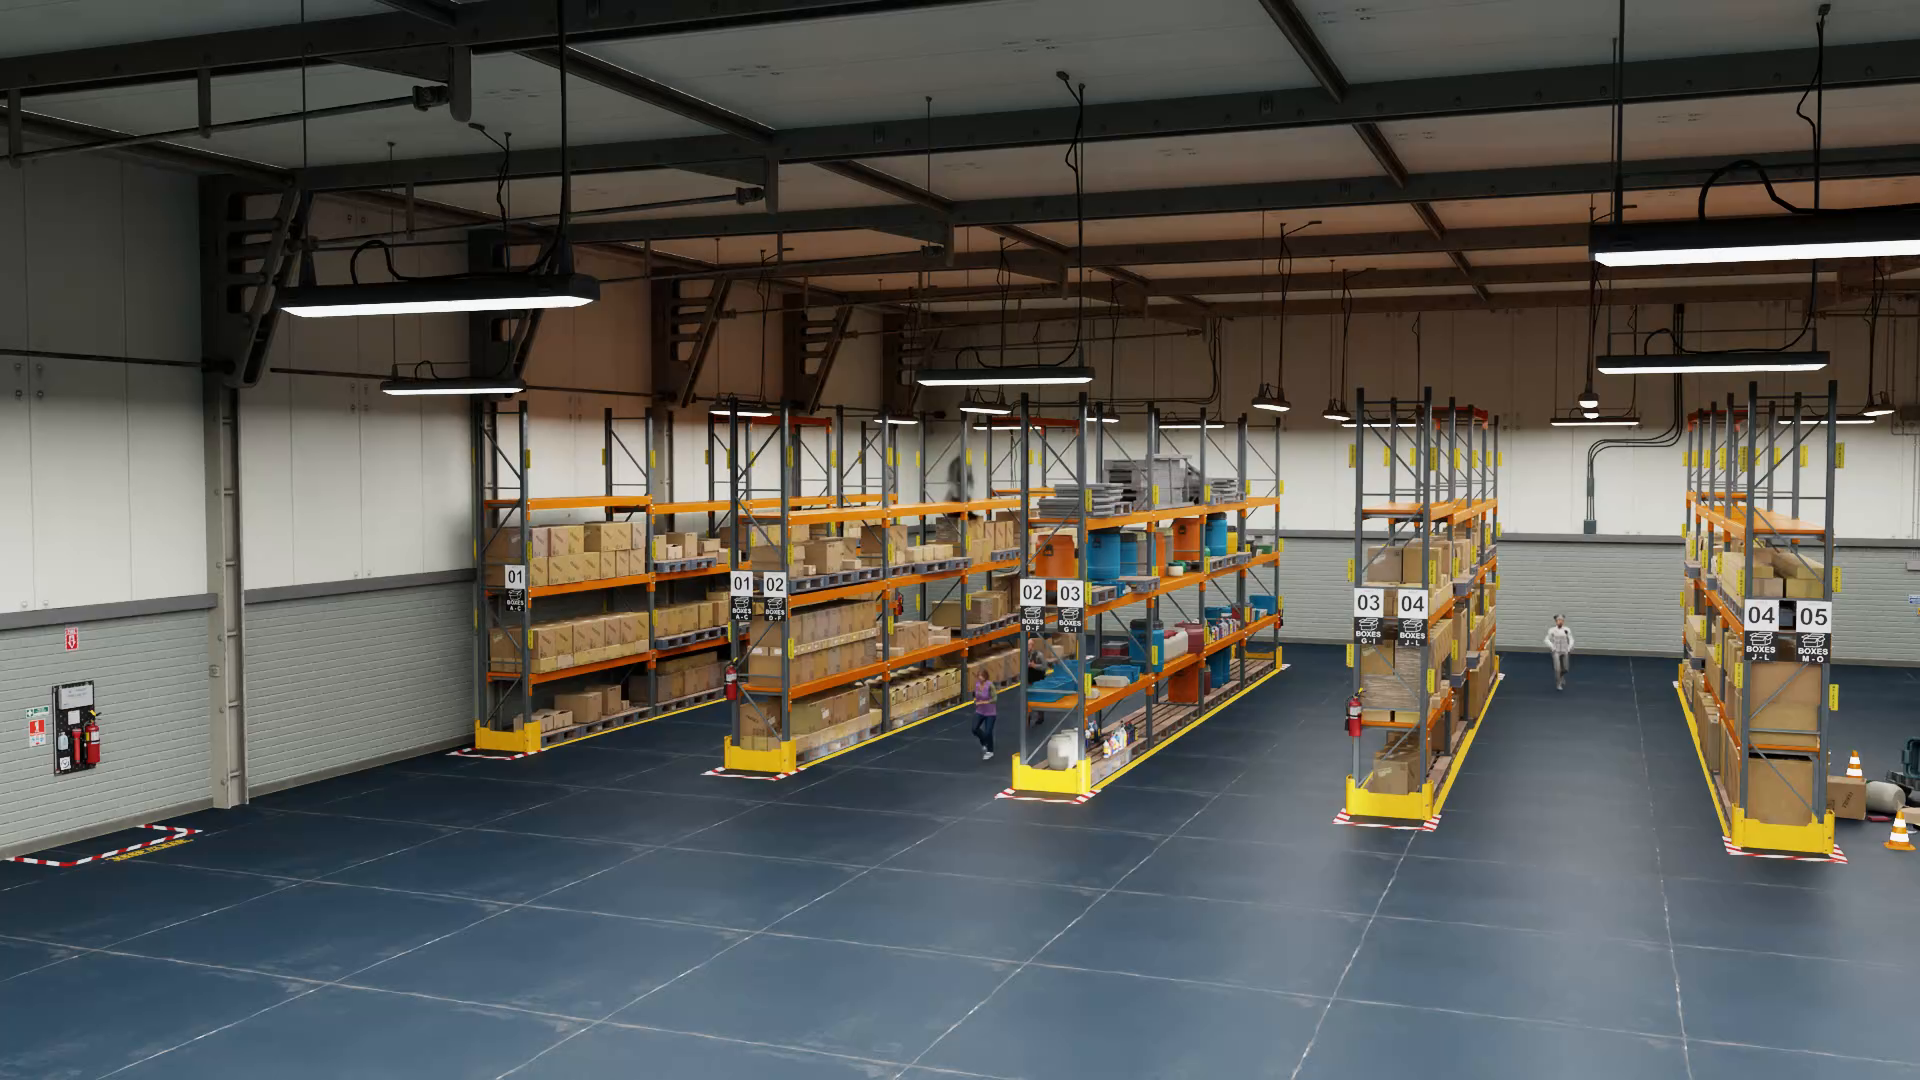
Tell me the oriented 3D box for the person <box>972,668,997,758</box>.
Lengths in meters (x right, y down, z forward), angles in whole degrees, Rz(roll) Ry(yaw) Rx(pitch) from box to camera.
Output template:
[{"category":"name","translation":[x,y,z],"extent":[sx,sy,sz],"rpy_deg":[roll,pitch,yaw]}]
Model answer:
[{"category":"person","translation":[0.408,2.874,27.530],"extent":[0.495,1.525,0.693],"rpy_deg":[1,3,25]}]

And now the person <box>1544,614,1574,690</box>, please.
[{"category":"person","translation":[13.007,2.421,36.076],"extent":[0.613,1.648,0.574],"rpy_deg":[0,3,9]}]

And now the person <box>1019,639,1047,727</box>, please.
[{"category":"person","translation":[1.355,2.661,30.812],"extent":[0.647,1.704,0.931],"rpy_deg":[1,3,20]}]
